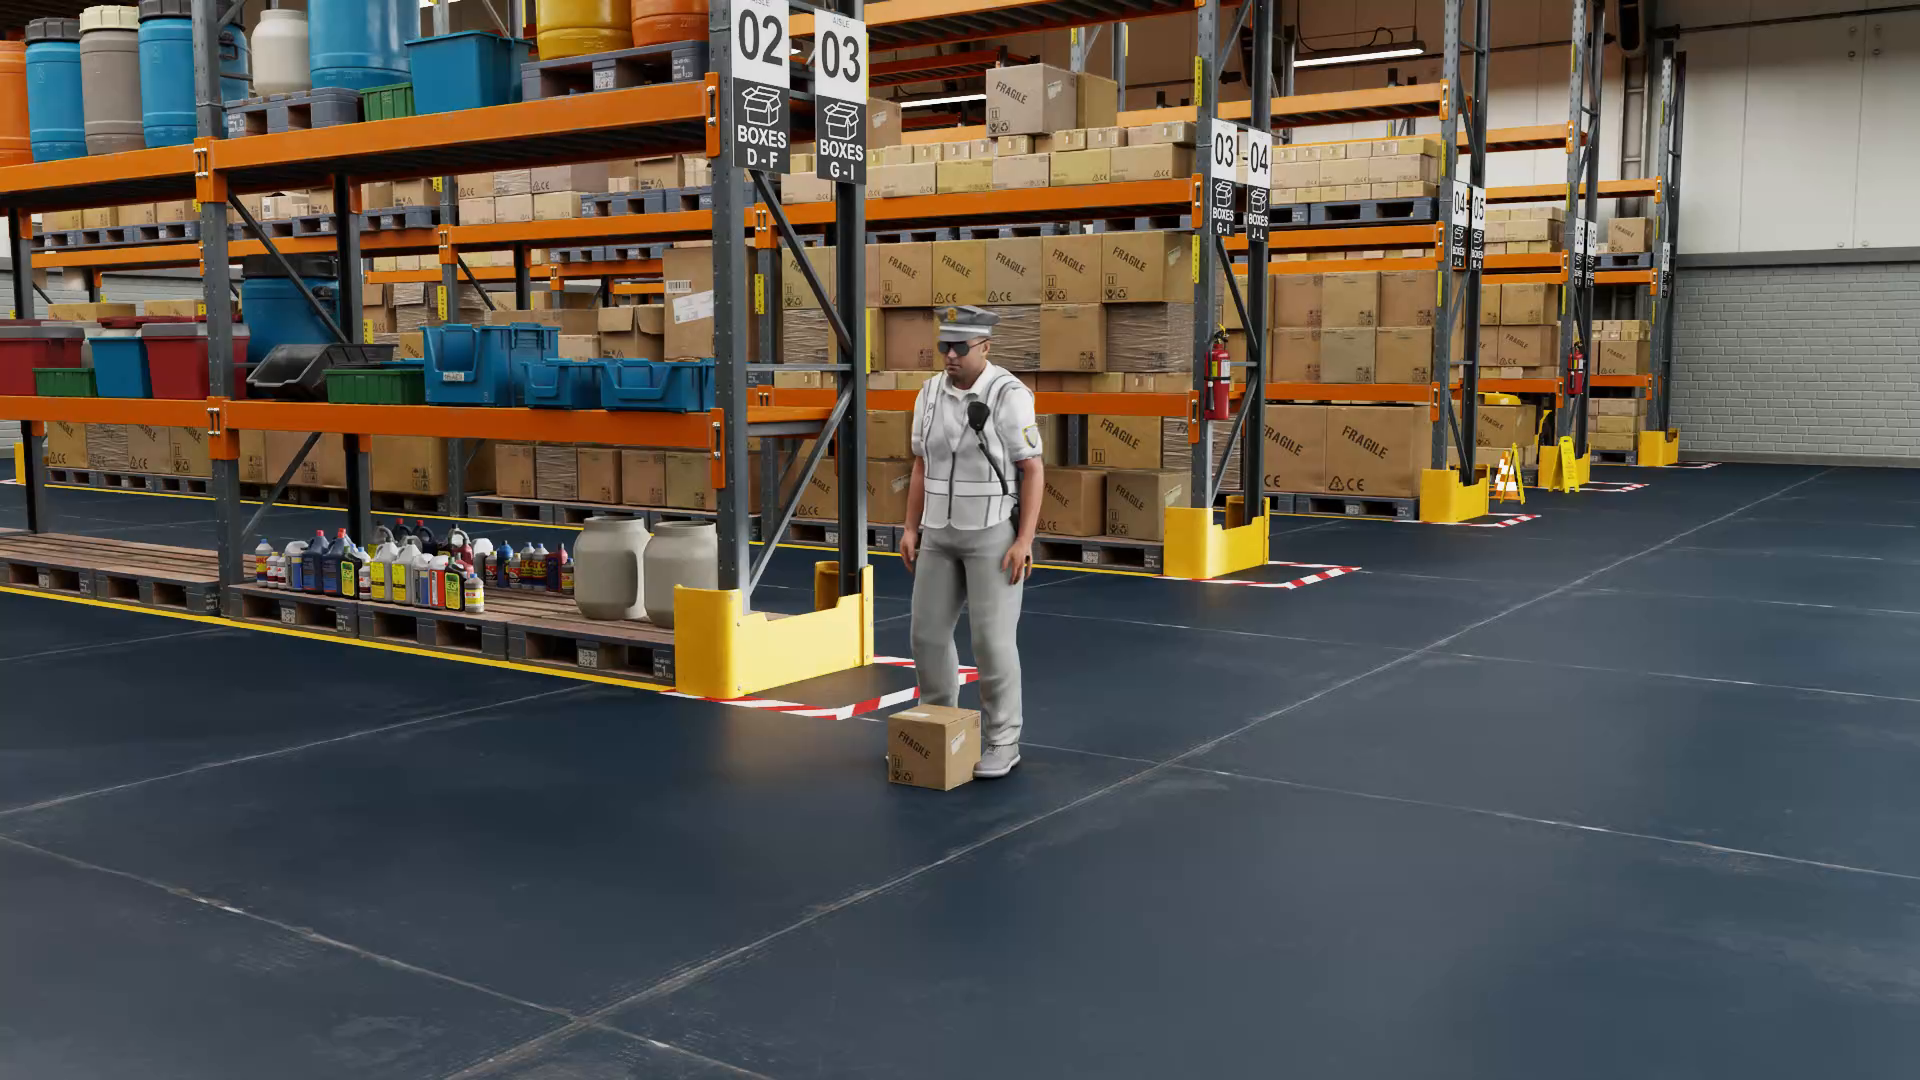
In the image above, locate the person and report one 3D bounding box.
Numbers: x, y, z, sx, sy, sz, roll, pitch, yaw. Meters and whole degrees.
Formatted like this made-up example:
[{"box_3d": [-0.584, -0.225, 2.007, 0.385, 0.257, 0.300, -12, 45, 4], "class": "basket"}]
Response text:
[{"box_3d": [0.045, -0.008, 6.310, 0.584, 1.747, 0.436, 4, 7, 32], "class": "person"}]
